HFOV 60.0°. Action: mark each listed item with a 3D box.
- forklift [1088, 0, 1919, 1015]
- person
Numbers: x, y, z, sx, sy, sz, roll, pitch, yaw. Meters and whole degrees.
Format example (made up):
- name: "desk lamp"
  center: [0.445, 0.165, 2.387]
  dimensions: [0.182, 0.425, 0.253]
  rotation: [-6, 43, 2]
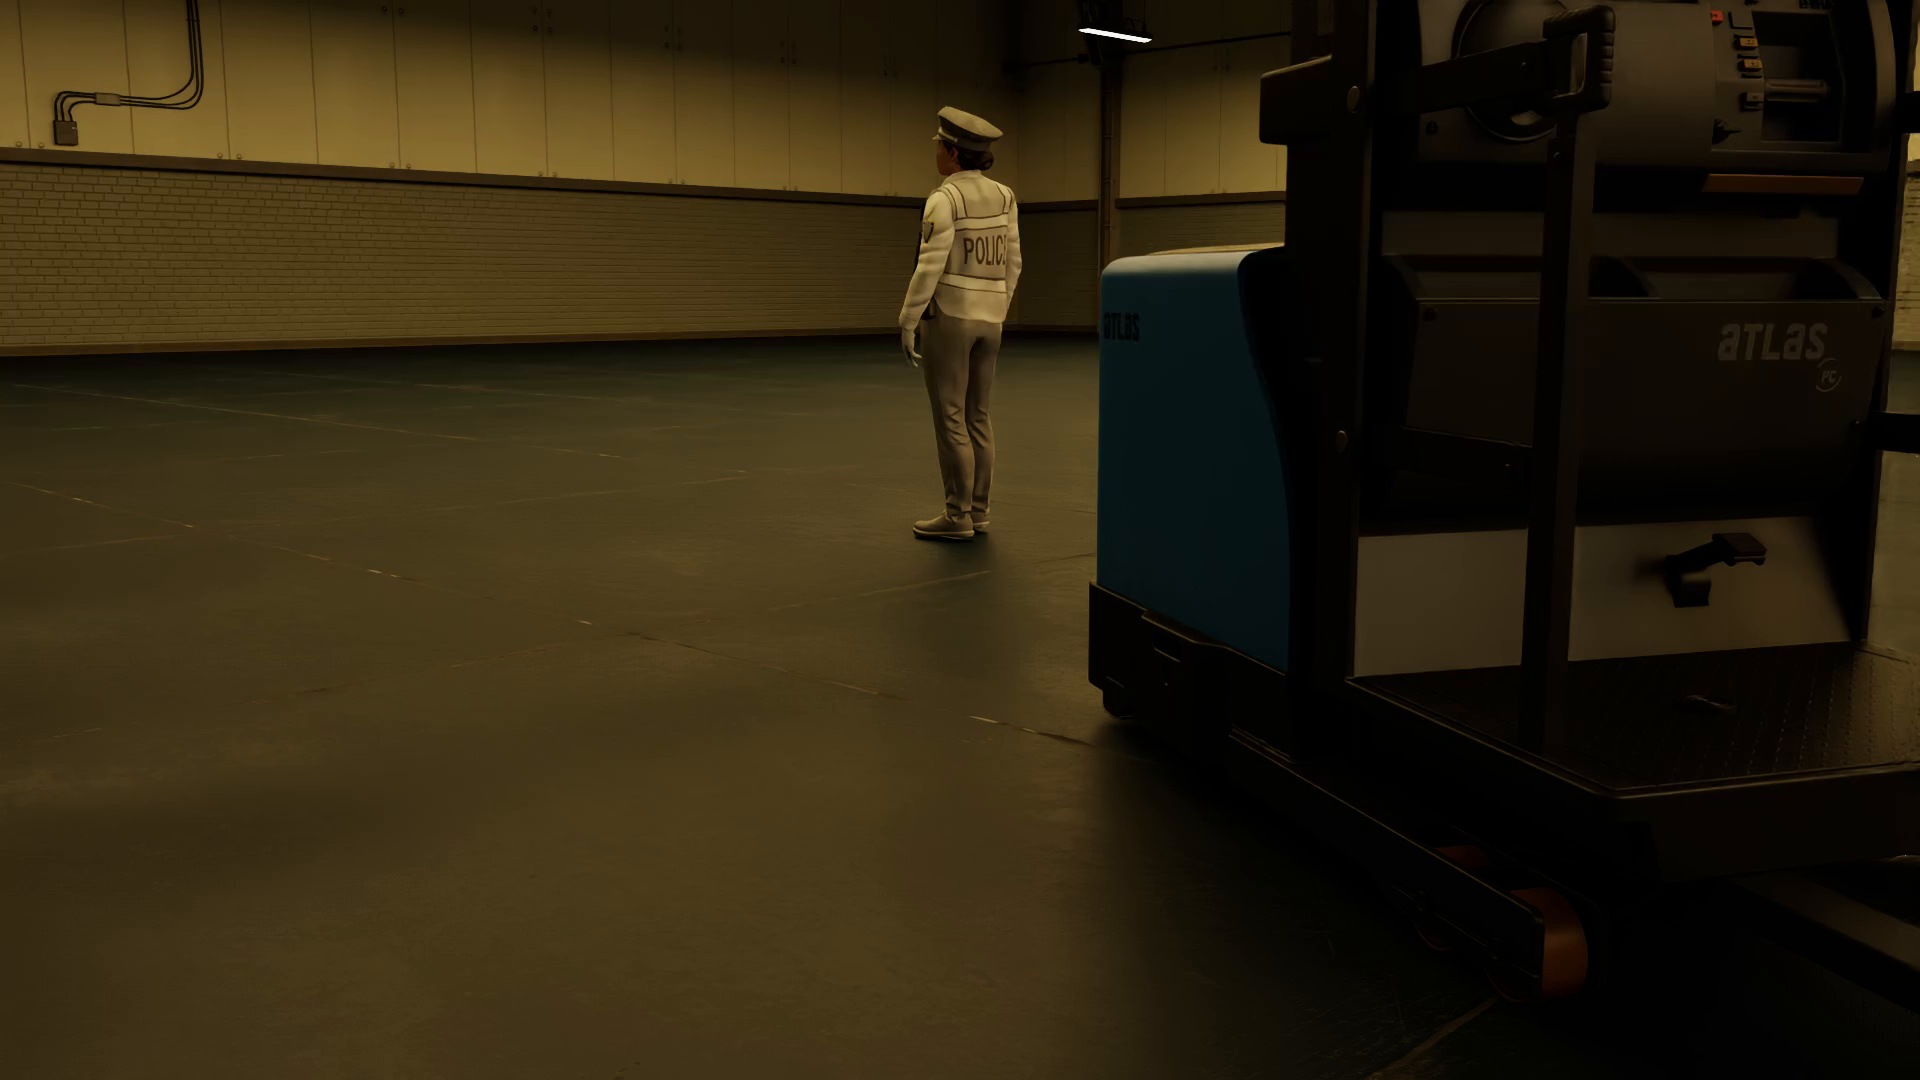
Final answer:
- name: "forklift"
  center: [1.213, -0.857, 2.562]
  dimensions: [1.130, 2.935, 3.031]
  rotation: [-3, 9, -16]
- name: "person"
  center: [-0.038, -0.854, 6.648]
  dimensions: [0.531, 1.695, 0.570]
  rotation: [8, 12, 43]
